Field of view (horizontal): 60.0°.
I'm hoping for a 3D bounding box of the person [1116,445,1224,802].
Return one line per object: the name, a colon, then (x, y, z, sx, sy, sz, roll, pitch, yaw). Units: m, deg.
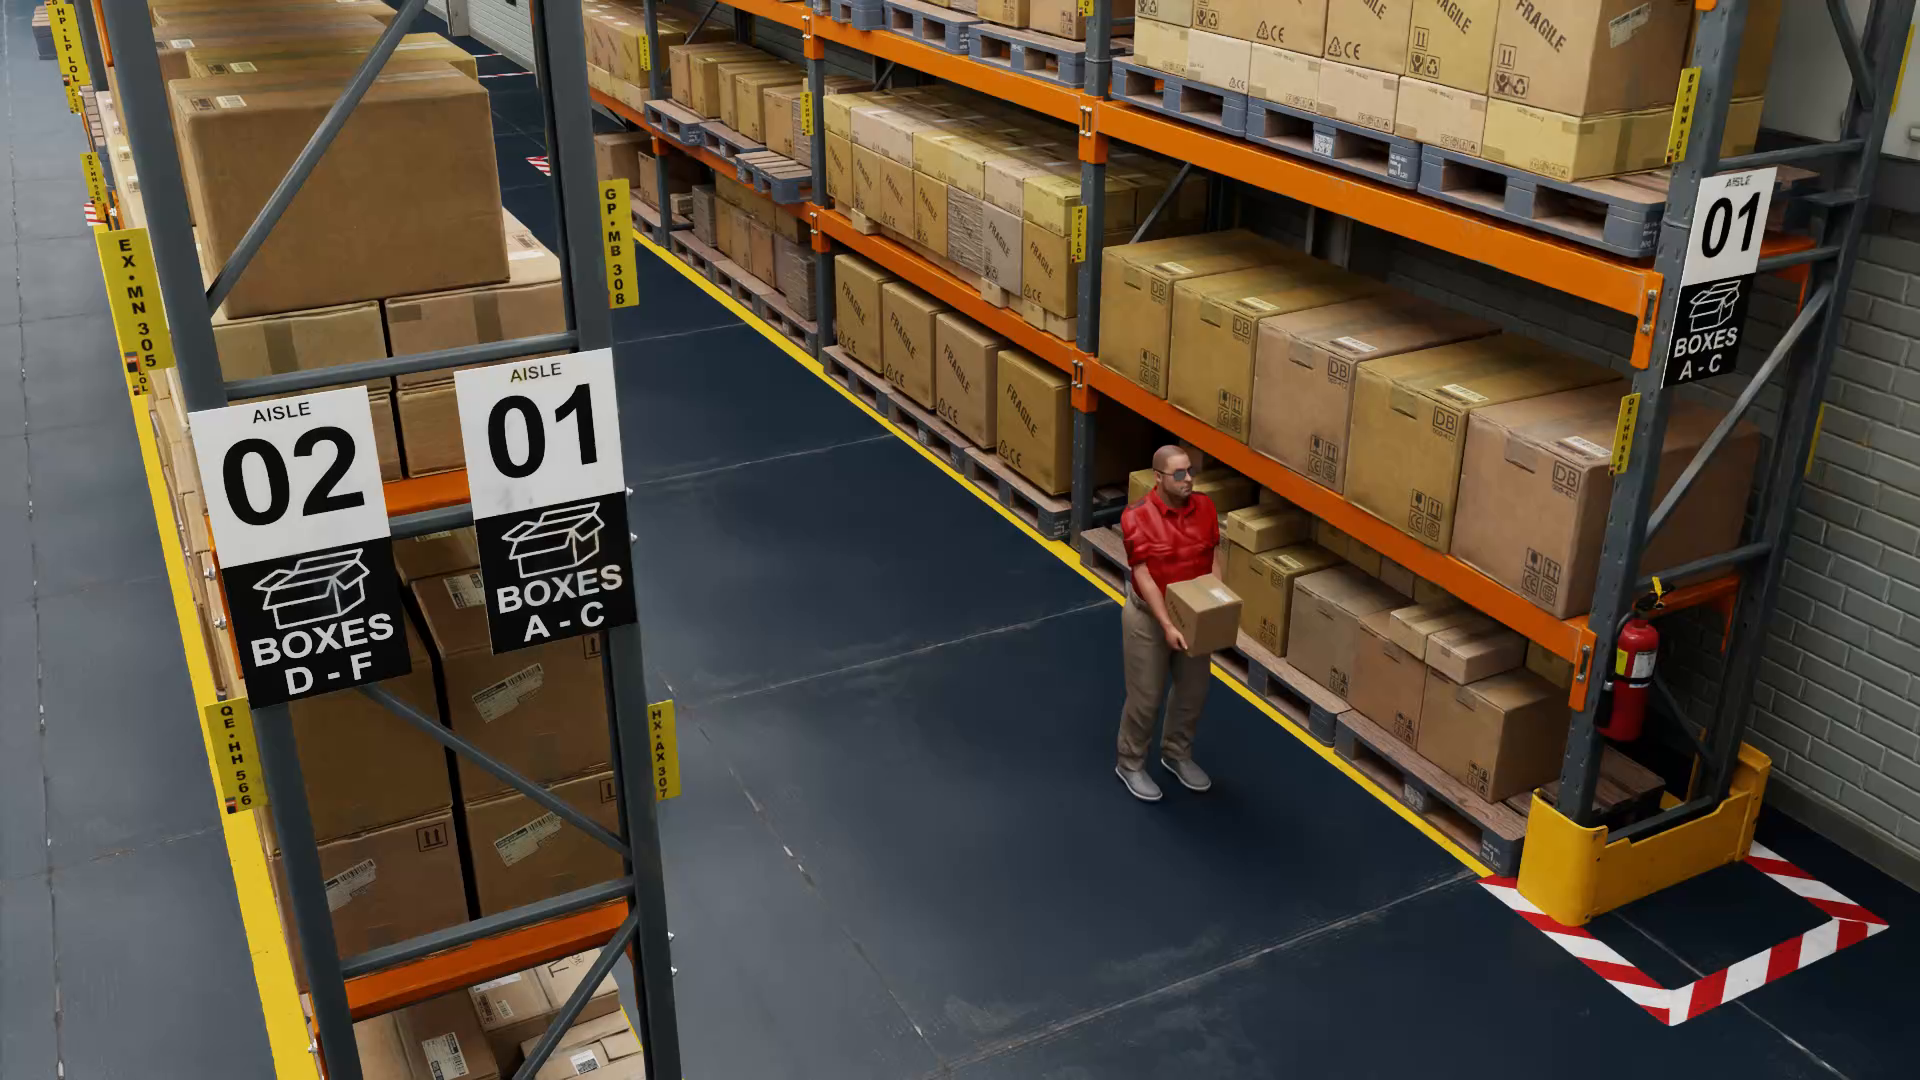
person: (1.029, 0.414, 7.770, 0.494, 1.712, 0.530, -13, 28, -25)
